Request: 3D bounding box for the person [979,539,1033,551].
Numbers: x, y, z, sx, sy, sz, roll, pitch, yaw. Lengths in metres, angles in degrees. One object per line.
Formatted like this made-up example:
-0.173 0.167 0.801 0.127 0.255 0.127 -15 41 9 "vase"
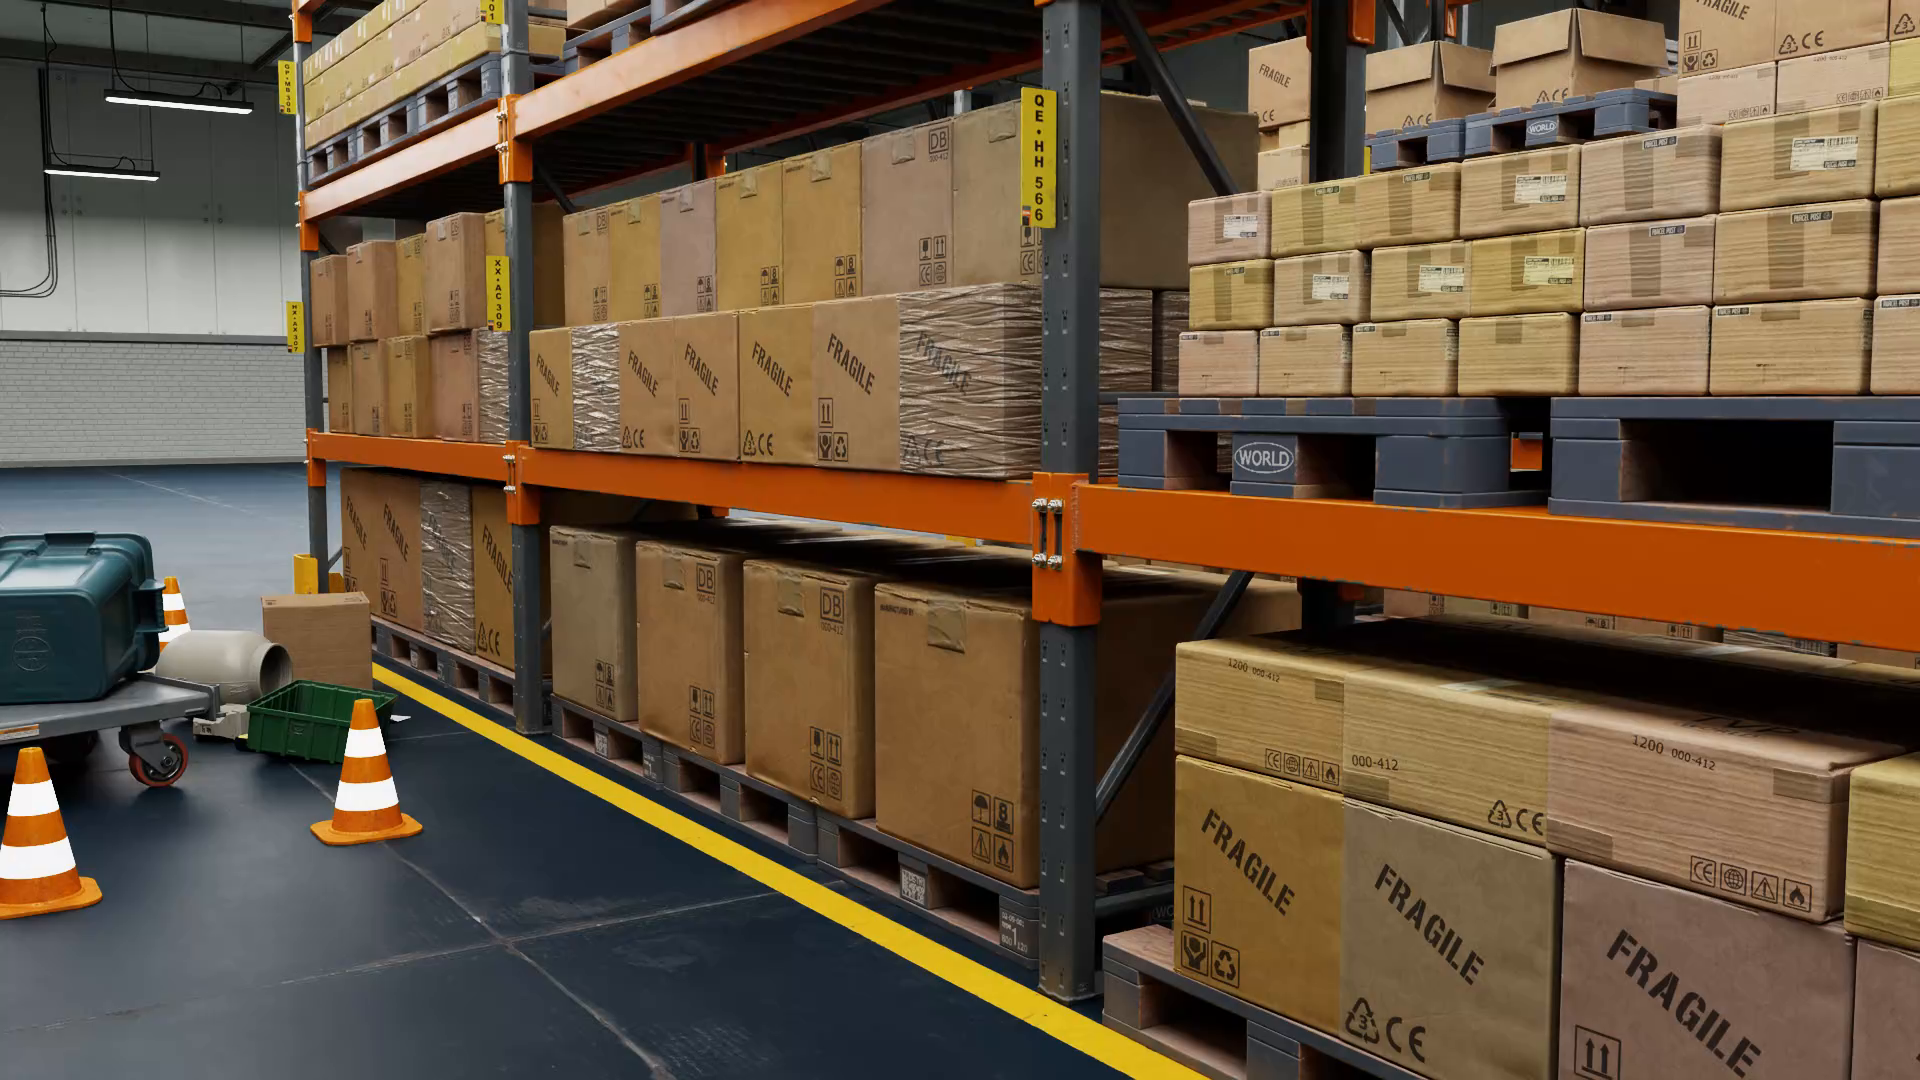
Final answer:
0.383 -0.057 9.950 0.634 1.479 0.531 -3 6 -33 "person"
